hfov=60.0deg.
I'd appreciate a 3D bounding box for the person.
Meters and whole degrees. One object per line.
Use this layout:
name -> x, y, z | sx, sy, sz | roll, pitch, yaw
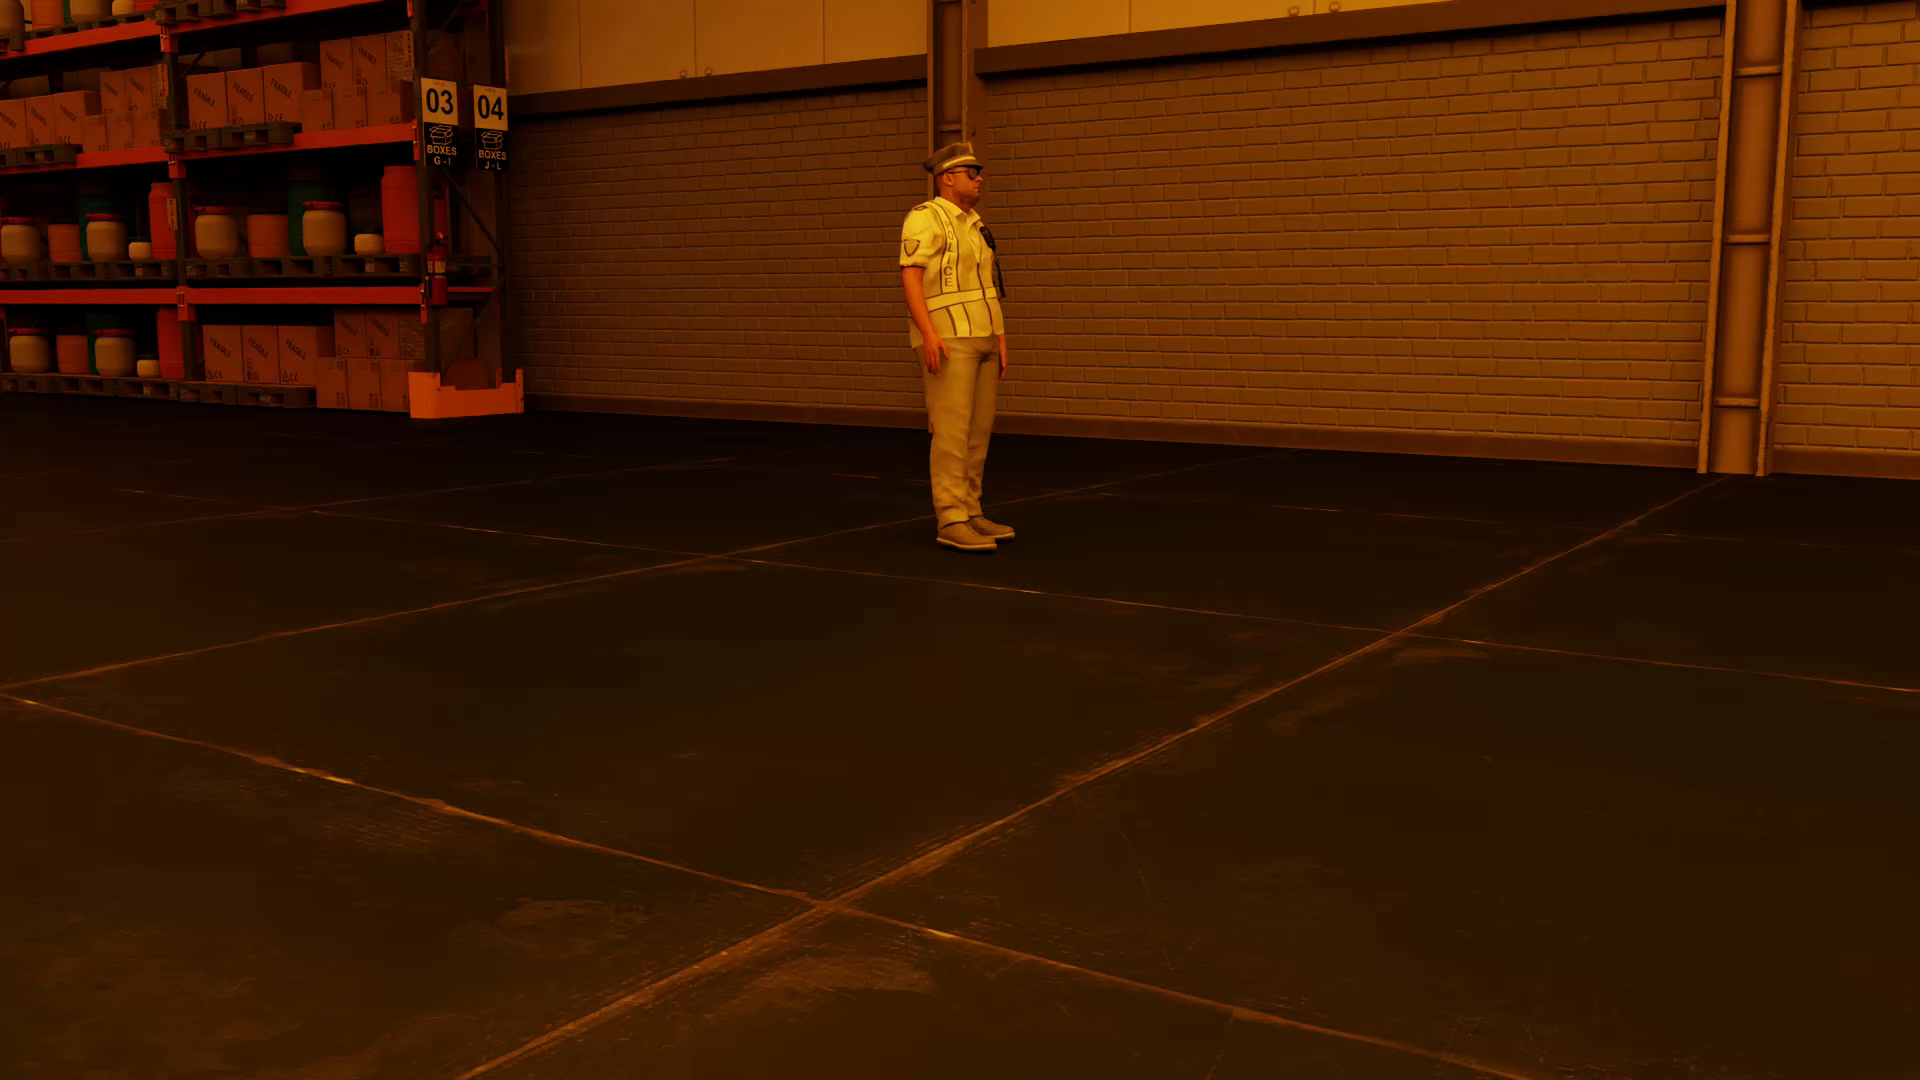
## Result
person -> 0.057, -0.882, 7.424 | 0.575, 1.781, 0.640 | 5, 10, 34
